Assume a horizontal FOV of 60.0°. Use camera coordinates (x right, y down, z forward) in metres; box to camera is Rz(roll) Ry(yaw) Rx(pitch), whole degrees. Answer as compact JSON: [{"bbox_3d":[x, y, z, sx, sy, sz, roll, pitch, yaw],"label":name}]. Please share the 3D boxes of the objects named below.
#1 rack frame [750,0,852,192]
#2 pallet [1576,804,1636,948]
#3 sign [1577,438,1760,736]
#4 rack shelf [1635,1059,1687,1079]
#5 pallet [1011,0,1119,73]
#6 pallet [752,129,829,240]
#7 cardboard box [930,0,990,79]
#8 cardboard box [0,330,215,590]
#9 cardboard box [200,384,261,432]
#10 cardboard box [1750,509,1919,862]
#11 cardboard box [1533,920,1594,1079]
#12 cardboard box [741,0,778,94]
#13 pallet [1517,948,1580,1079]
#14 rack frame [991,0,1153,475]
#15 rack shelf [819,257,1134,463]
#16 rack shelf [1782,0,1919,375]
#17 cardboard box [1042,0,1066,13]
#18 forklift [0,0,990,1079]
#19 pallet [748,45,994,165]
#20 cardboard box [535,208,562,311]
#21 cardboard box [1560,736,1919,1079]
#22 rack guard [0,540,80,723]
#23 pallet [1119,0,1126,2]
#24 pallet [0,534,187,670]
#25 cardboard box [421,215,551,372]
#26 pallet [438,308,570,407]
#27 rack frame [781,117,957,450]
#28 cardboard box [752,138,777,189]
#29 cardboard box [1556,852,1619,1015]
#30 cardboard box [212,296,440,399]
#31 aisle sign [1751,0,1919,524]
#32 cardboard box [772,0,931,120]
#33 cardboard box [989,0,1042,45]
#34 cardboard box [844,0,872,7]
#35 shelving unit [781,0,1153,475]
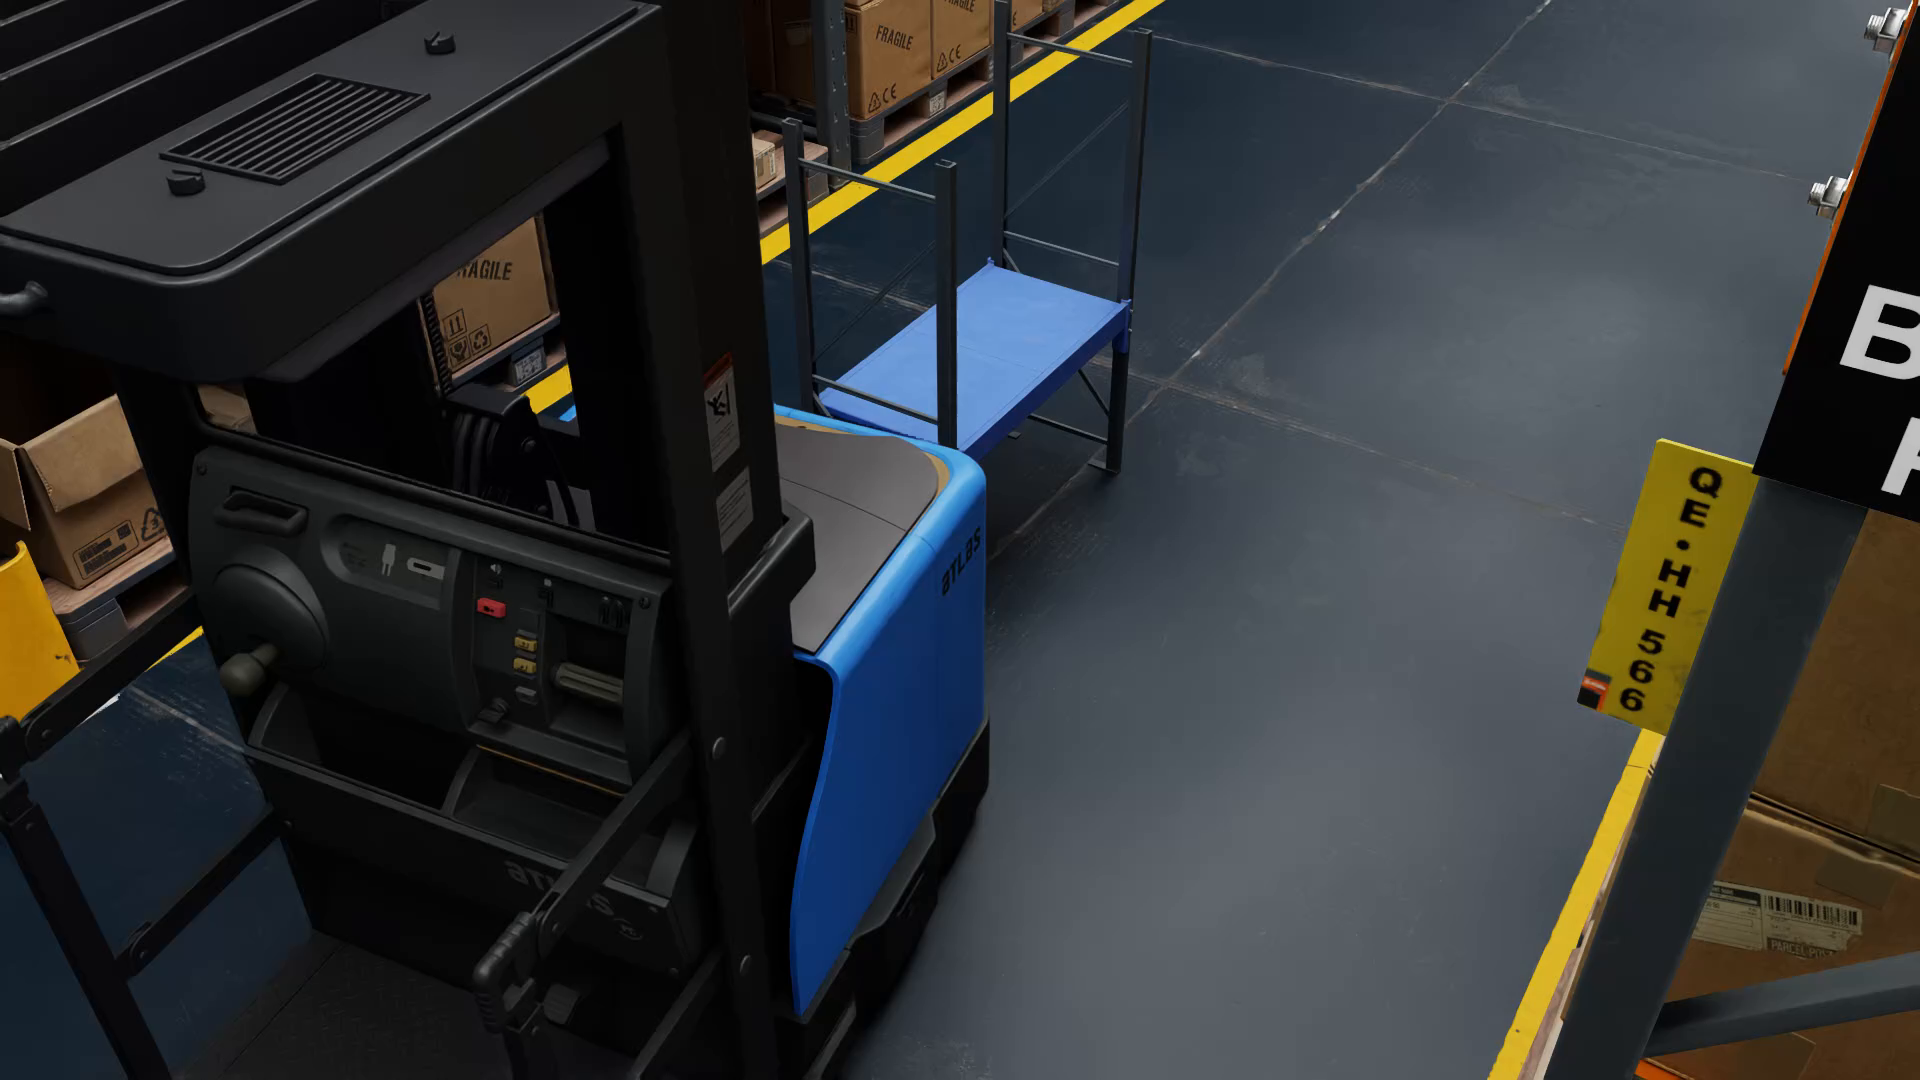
[{"bbox_3d":[-0.926,-2.893,6.547,1.000,3.000,0.127,21,42,25],"label":"rack frame"},{"bbox_3d":[2.141,0.830,4.000,1.003,0.211,1.213,21,42,25],"label":"pallet"},{"bbox_3d":[0.673,0.053,1.582,0.100,0.325,0.005,21,42,25],"label":"sign"},{"bbox_3d":[2.196,0.044,3.325,1.077,0.370,4.000,21,42,25],"label":"rack shelf"},{"bbox_3d":[0.131,-2.852,8.777,1.003,0.211,1.213,21,42,25],"label":"pallet"},{"bbox_3d":[-1.295,-1.435,6.939,1.003,0.211,1.213,21,42,25],"label":"pallet"},{"bbox_3d":[-0.200,-2.523,7.770,0.500,0.500,0.500,21,42,25],"label":"cardboard box"},{"bbox_3d":[-2.661,-0.293,4.874,0.797,0.503,0.637,19,42,23],"label":"cardboard box"},{"bbox_3d":[-2.401,-0.359,5.250,0.380,0.149,0.250,19,42,23],"label":"cardboard box"},{"bbox_3d":[1.181,0.028,1.856,0.500,0.500,0.500,23,43,27],"label":"cardboard box"},{"bbox_3d":[1.393,1.266,2.906,0.875,0.438,0.875,20,42,24],"label":"cardboard box"},{"bbox_3d":[-0.913,-2.420,7.635,0.500,0.500,0.500,21,42,25],"label":"cardboard box"},{"bbox_3d":[1.486,1.457,3.187,1.003,0.211,1.213,21,42,25],"label":"pallet"},{"bbox_3d":[0.318,-0.900,5.189,0.500,1.500,0.032,21,42,25],"label":"rack frame"},{"bbox_3d":[0.046,-0.496,4.959,0.538,0.185,1.000,21,42,25],"label":"rack shelf"},{"bbox_3d":[2.196,-1.144,2.409,1.077,0.370,4.000,21,42,25],"label":"rack shelf"},{"bbox_3d":[0.354,-3.045,8.446,0.500,0.500,0.500,20,42,24],"label":"cardboard box"},{"bbox_3d":[-0.980,0.204,2.584,1.130,2.935,3.031,15,40,19],"label":"forklift"},{"bbox_3d":[-0.522,-2.221,7.958,1.003,0.211,1.213,21,42,25],"label":"pallet"},{"bbox_3d":[-1.614,-1.255,6.125,0.700,0.500,0.500,20,42,23],"label":"cardboard box"},{"bbox_3d":[1.159,0.415,2.172,0.500,0.500,0.500,21,42,25],"label":"cardboard box"},{"bbox_3d":[-3.028,0.119,4.686,1.175,0.500,0.348,21,42,25],"label":"rack guard"},{"bbox_3d":[0.785,-3.479,9.590,1.003,0.211,1.213,21,42,25],"label":"pallet"},{"bbox_3d":[-2.602,-0.177,5.307,1.003,0.211,1.213,21,42,25],"label":"pallet"},{"bbox_3d":[-1.803,-0.960,5.742,0.500,0.500,0.500,22,43,26],"label":"cardboard box"},{"bbox_3d":[-1.948,-0.804,6.120,1.003,0.211,1.213,21,42,25],"label":"pallet"},{"bbox_3d":[-0.227,-0.376,4.509,0.500,1.500,0.032,21,42,25],"label":"rack frame"},{"bbox_3d":[-0.977,-1.547,6.792,0.380,0.149,0.250,20,42,24],"label":"cardboard box"},{"bbox_3d":[1.876,0.791,3.521,0.875,0.438,0.875,22,43,26],"label":"cardboard box"},{"bbox_3d":[-2.171,-0.720,5.431,0.700,0.500,0.500,23,43,27],"label":"cardboard box"},{"bbox_3d":[0.824,-0.304,1.058,0.394,0.787,0.004,21,42,25],"label":"aisle sign"},{"bbox_3d":[-0.477,-2.246,7.410,0.500,0.500,0.500,23,43,27],"label":"cardboard box"},{"bbox_3d":[0.071,-2.779,8.102,0.500,0.500,0.500,20,42,24],"label":"cardboard box"},{"bbox_3d":[-0.509,-2.425,7.110,0.380,0.149,0.250,23,43,27],"label":"cardboard box"},{"bbox_3d":[0.046,-0.638,4.849,0.538,1.500,1.048,21,42,25],"label":"shelving unit"}]
